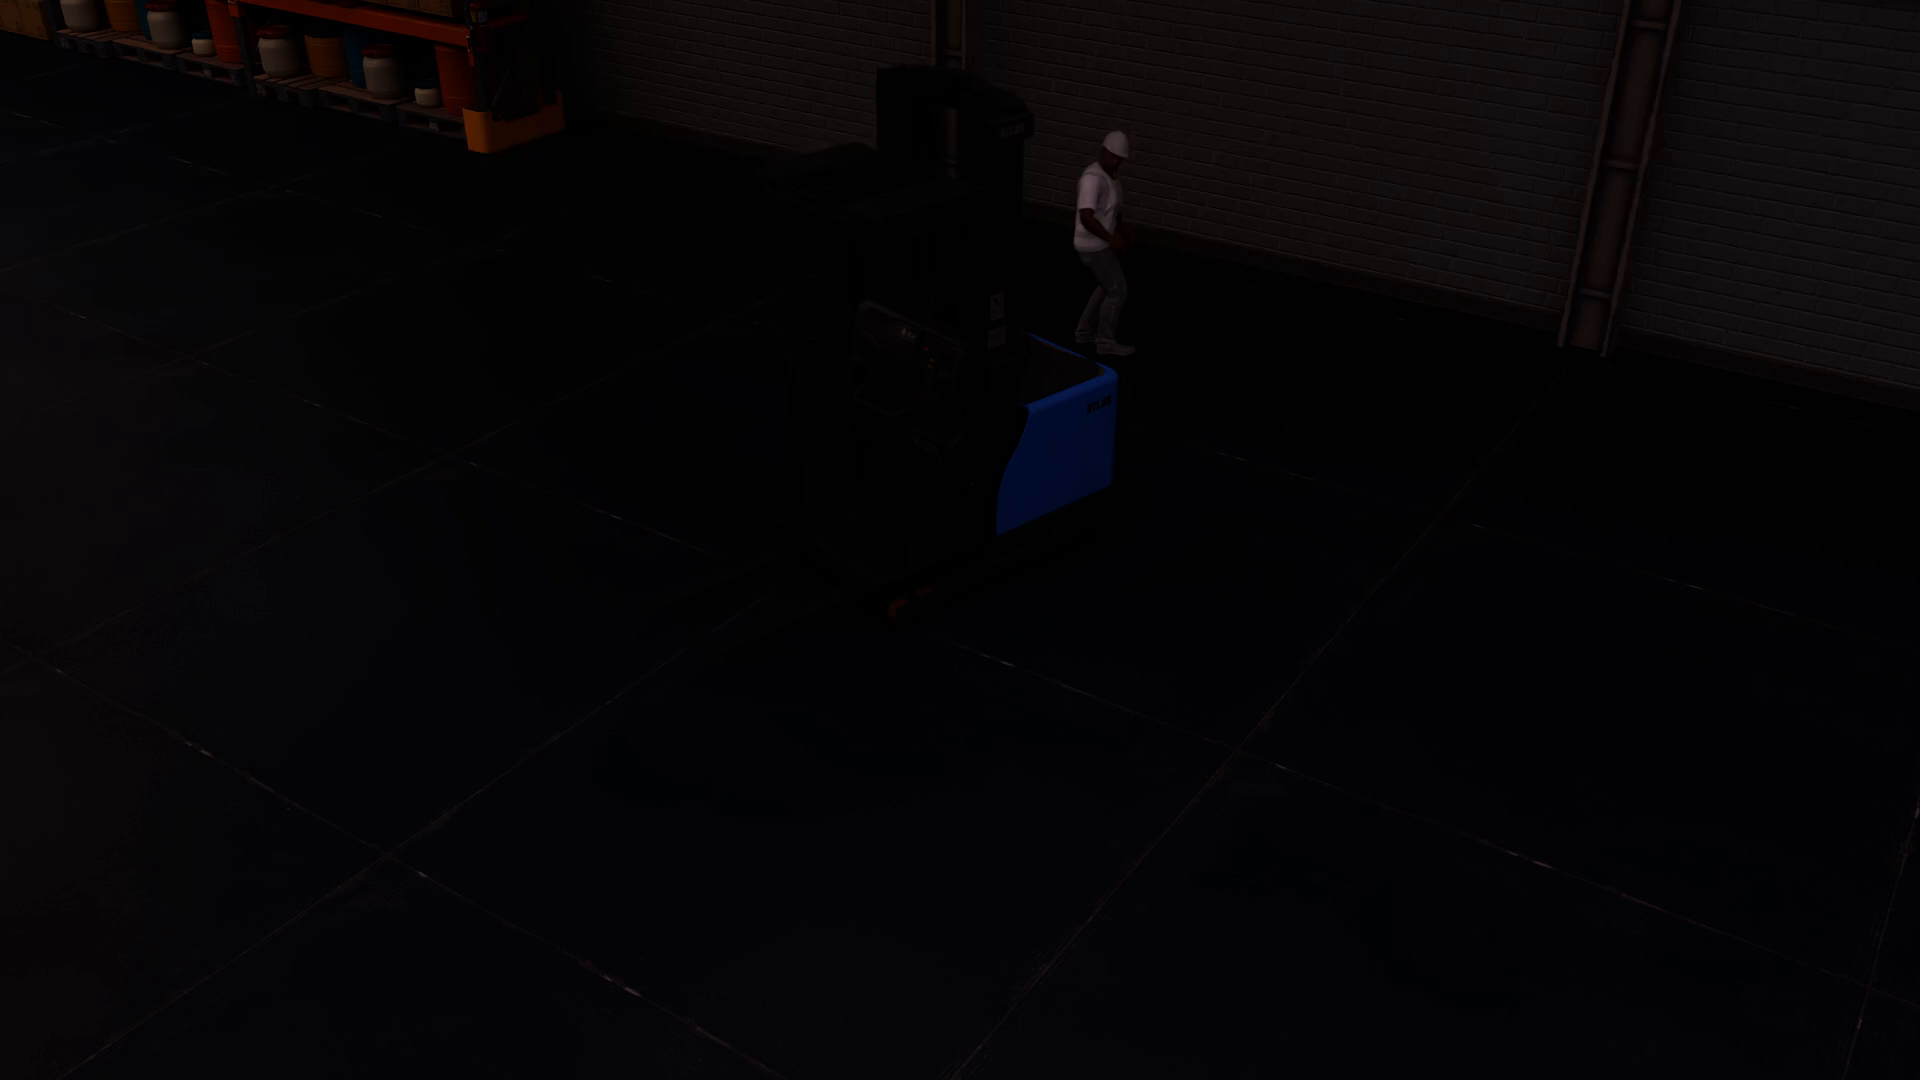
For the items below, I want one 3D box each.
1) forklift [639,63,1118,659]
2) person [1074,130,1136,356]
[{"bbox_3d":[-0.457,-1.064,9.414,3.031,2.935,1.130,-24,38,-35],"label":"forklift"},{"bbox_3d":[1.132,-2.274,12.719,0.516,1.718,0.791,4,30,6],"label":"person"}]
